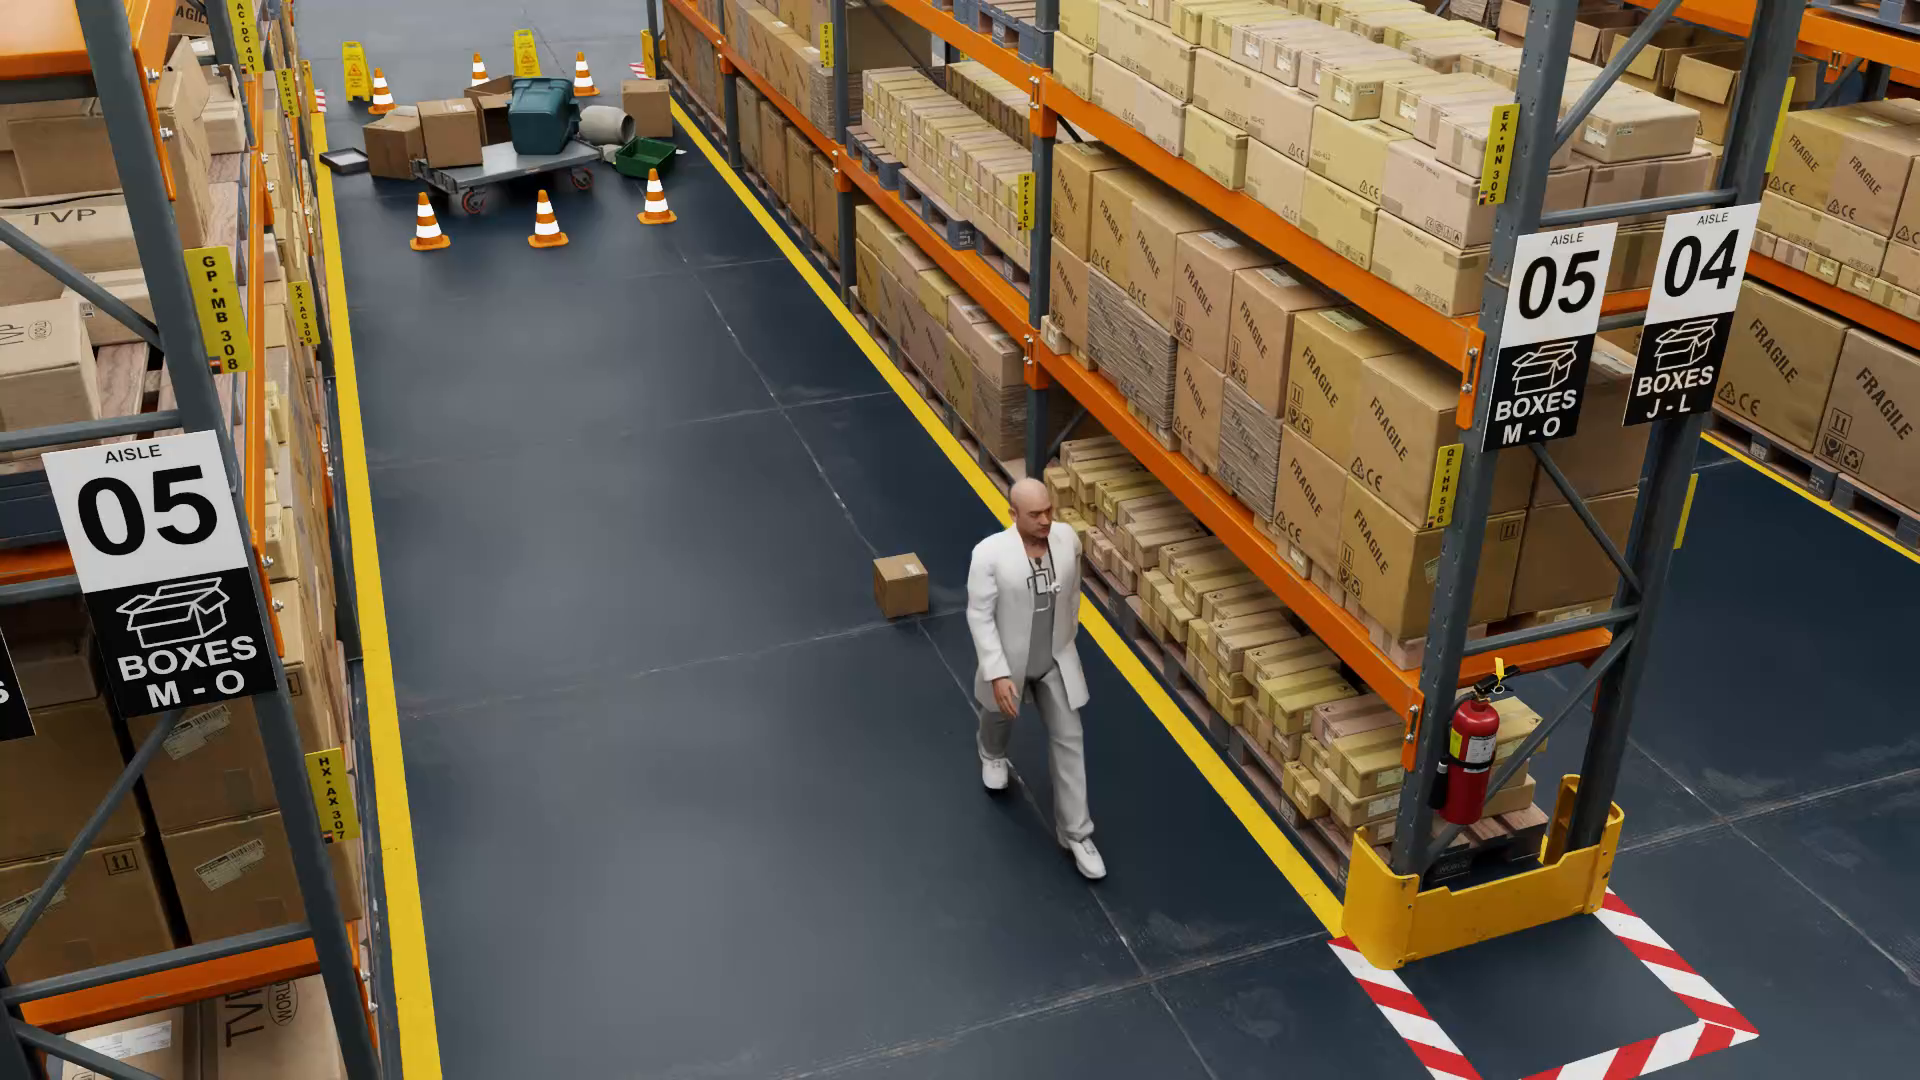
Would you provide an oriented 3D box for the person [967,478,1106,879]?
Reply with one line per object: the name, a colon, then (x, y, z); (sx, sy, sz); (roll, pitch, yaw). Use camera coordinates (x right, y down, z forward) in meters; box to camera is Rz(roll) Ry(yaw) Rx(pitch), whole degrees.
person: (0.326, 0.545, 7.365); (0.589, 1.719, 1.116); (-9, 31, -16)
